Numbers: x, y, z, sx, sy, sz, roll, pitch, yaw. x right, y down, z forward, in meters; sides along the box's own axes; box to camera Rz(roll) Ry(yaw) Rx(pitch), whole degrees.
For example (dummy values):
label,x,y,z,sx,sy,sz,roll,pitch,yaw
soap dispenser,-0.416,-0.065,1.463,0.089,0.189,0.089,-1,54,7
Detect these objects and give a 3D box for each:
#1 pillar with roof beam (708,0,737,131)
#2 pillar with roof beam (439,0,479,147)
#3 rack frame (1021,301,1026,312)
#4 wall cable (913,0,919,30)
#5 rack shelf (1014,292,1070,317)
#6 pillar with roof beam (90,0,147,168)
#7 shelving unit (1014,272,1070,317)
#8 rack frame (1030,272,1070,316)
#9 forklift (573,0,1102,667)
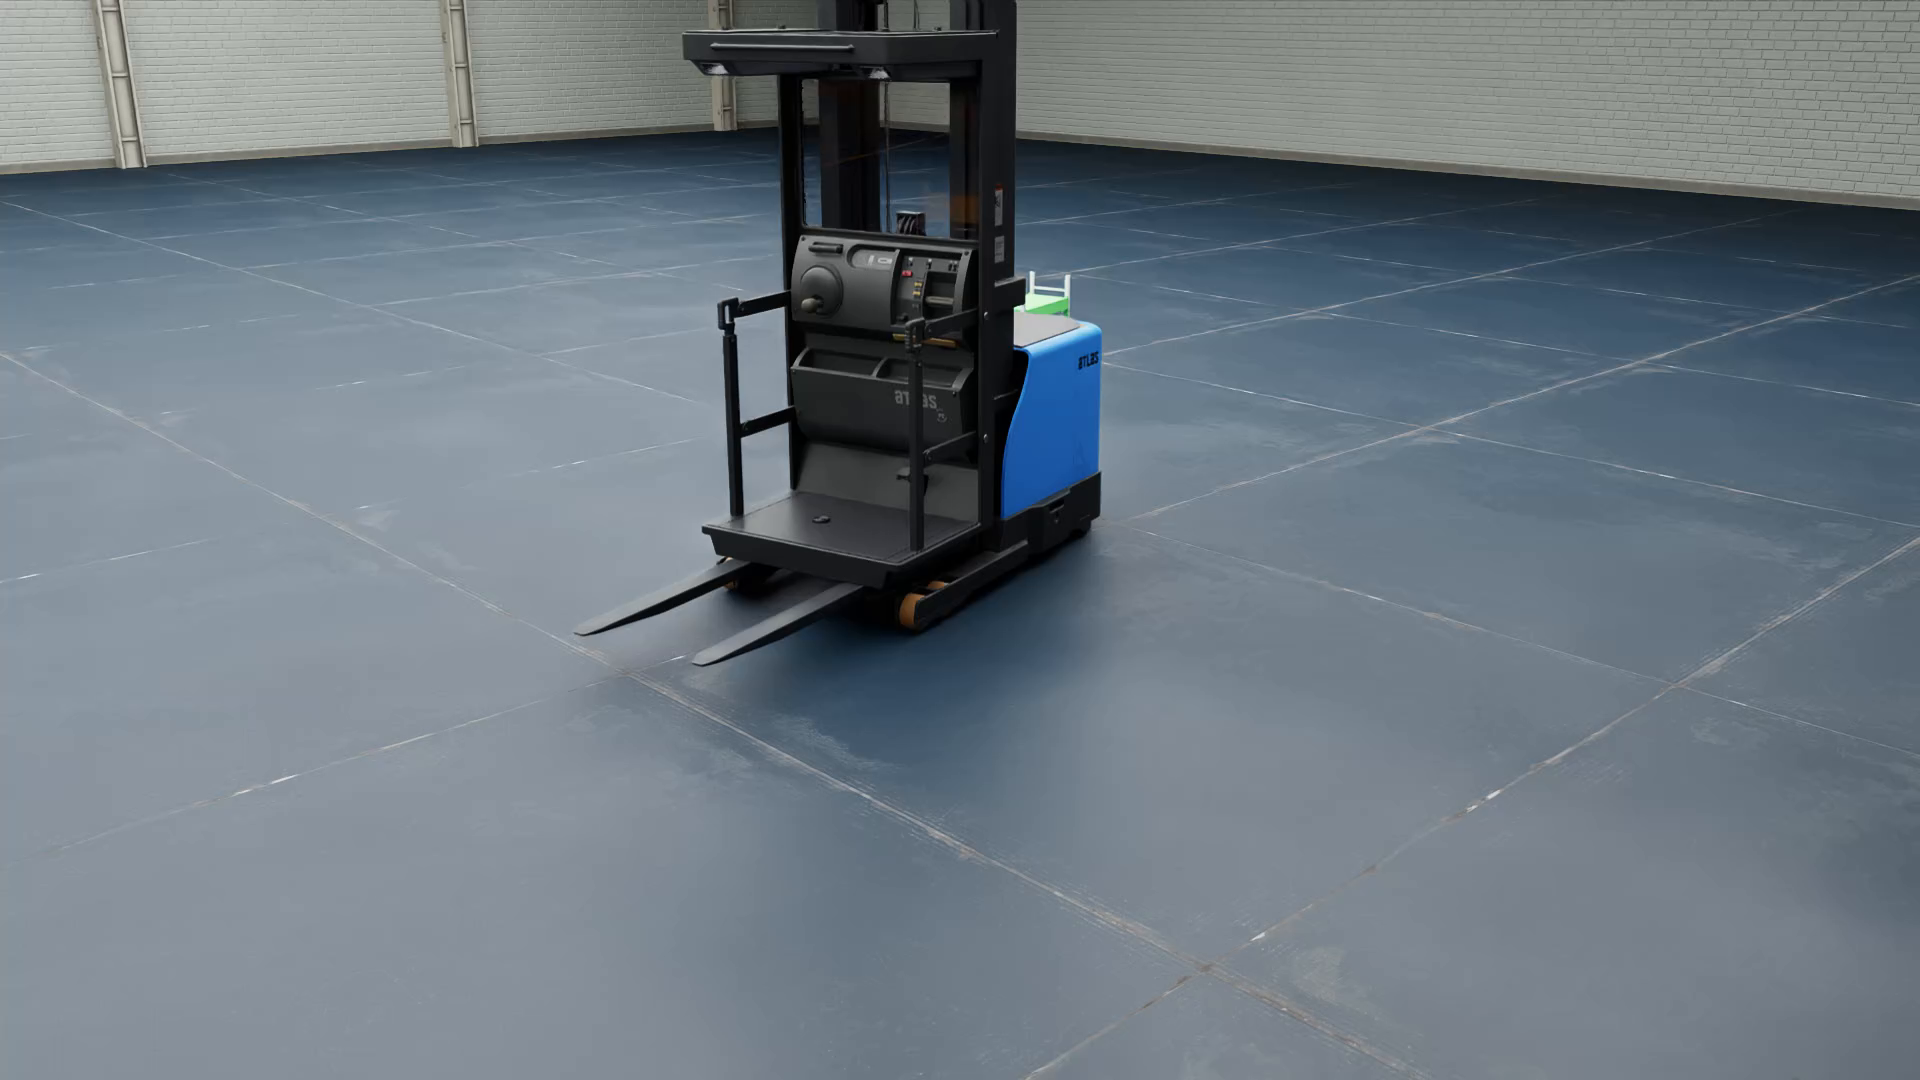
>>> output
label,x,y,z,sx,sy,sz,roll,pitch,yaw
pillar with roof beam,-2.033,-12.032,31.005,0.400,9.000,9.100,-16,24,-41
pillar with roof beam,-6.393,-10.761,27.083,0.400,9.000,9.100,-16,24,-41
rack frame,0.236,-0.757,8.875,0.240,1.200,0.015,11,21,30
wall cable,-1.942,-11.848,35.471,0.112,2.526,3.097,-16,24,-41
rack shelf,0.363,-1.217,8.944,0.258,0.148,0.480,11,21,30
pillar with roof beam,-10.752,-9.489,23.162,0.400,9.000,9.100,-16,24,-41
shelving unit,0.363,-0.821,9.073,0.258,1.200,0.503,11,21,30
rack frame,0.491,-0.886,9.271,0.240,1.200,0.015,11,21,30
forklift,-0.469,-1.158,7.305,1.130,2.935,3.031,11,21,30
